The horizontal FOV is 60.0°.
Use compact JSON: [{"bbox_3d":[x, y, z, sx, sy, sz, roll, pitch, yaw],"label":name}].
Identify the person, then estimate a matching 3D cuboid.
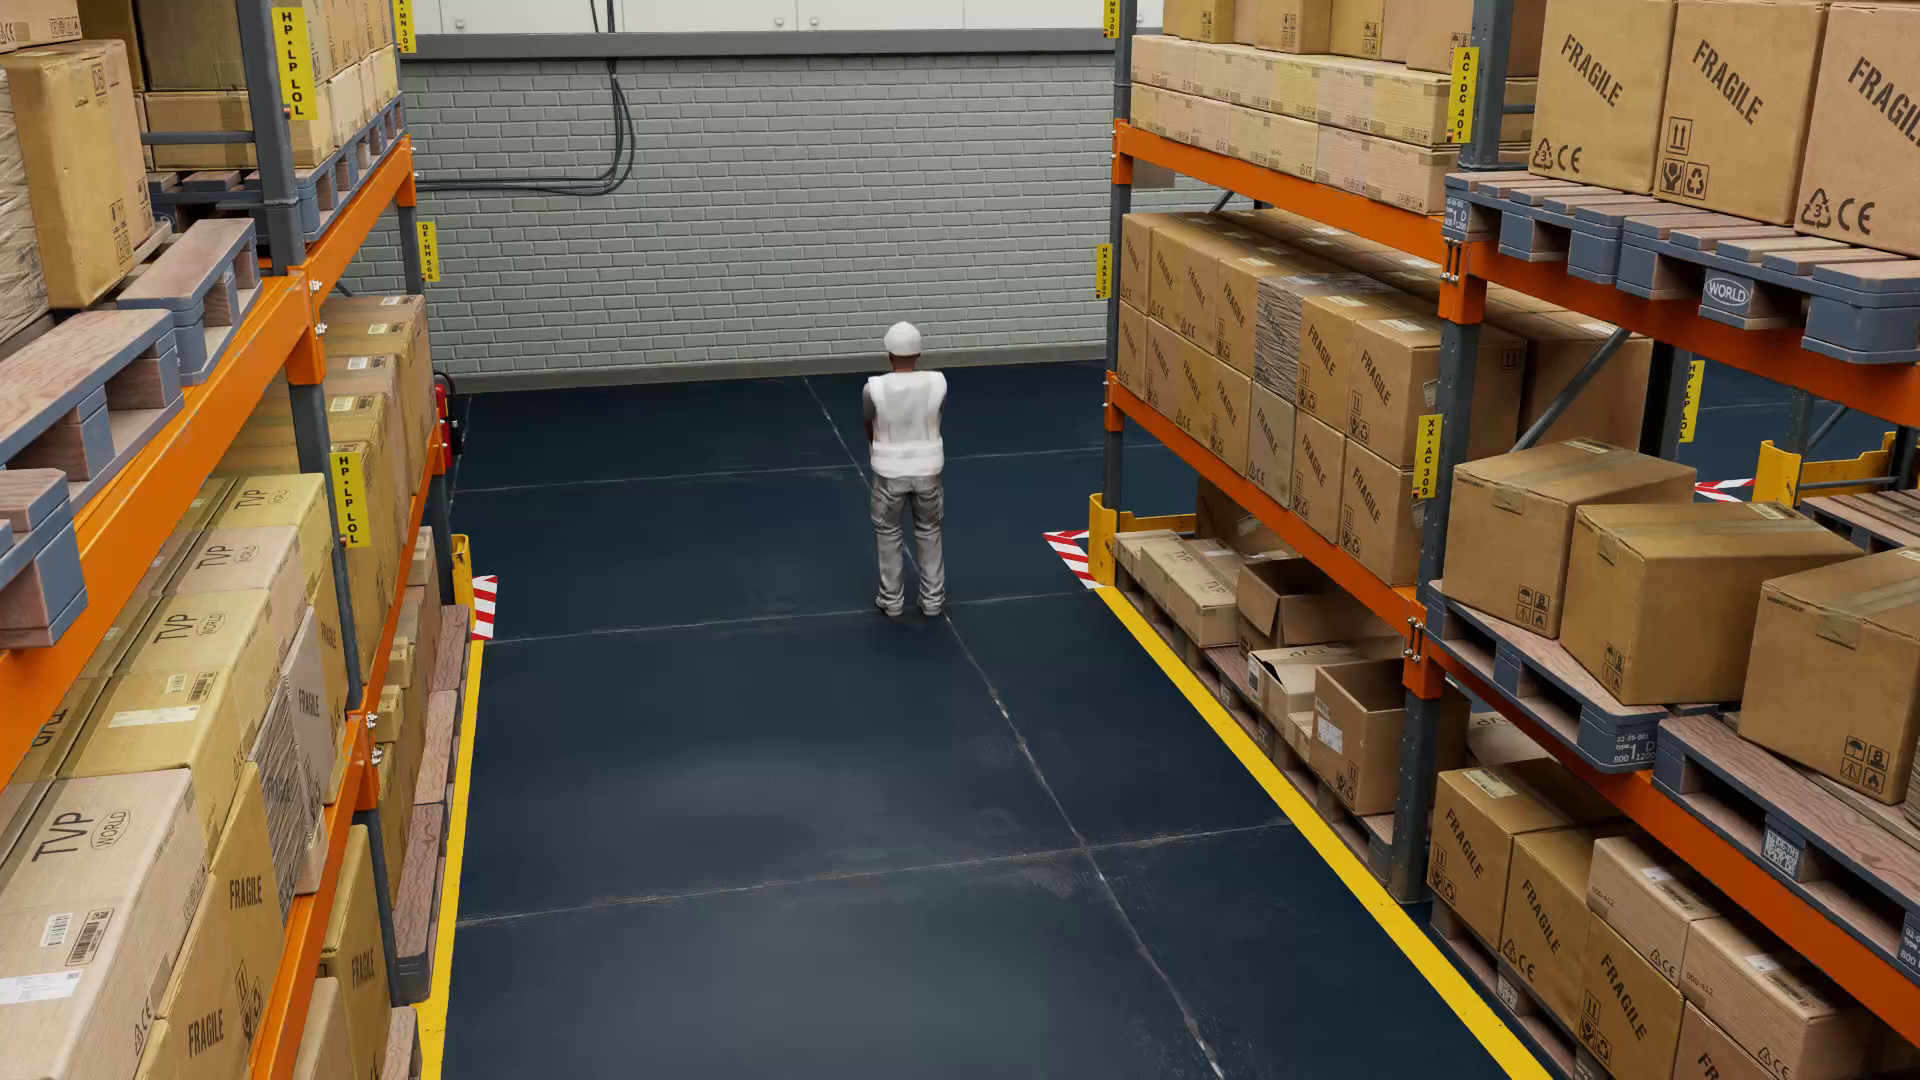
[{"bbox_3d":[-0.341,-0.434,9.776,0.488,1.779,0.580,-4,20,-11],"label":"person"}]
